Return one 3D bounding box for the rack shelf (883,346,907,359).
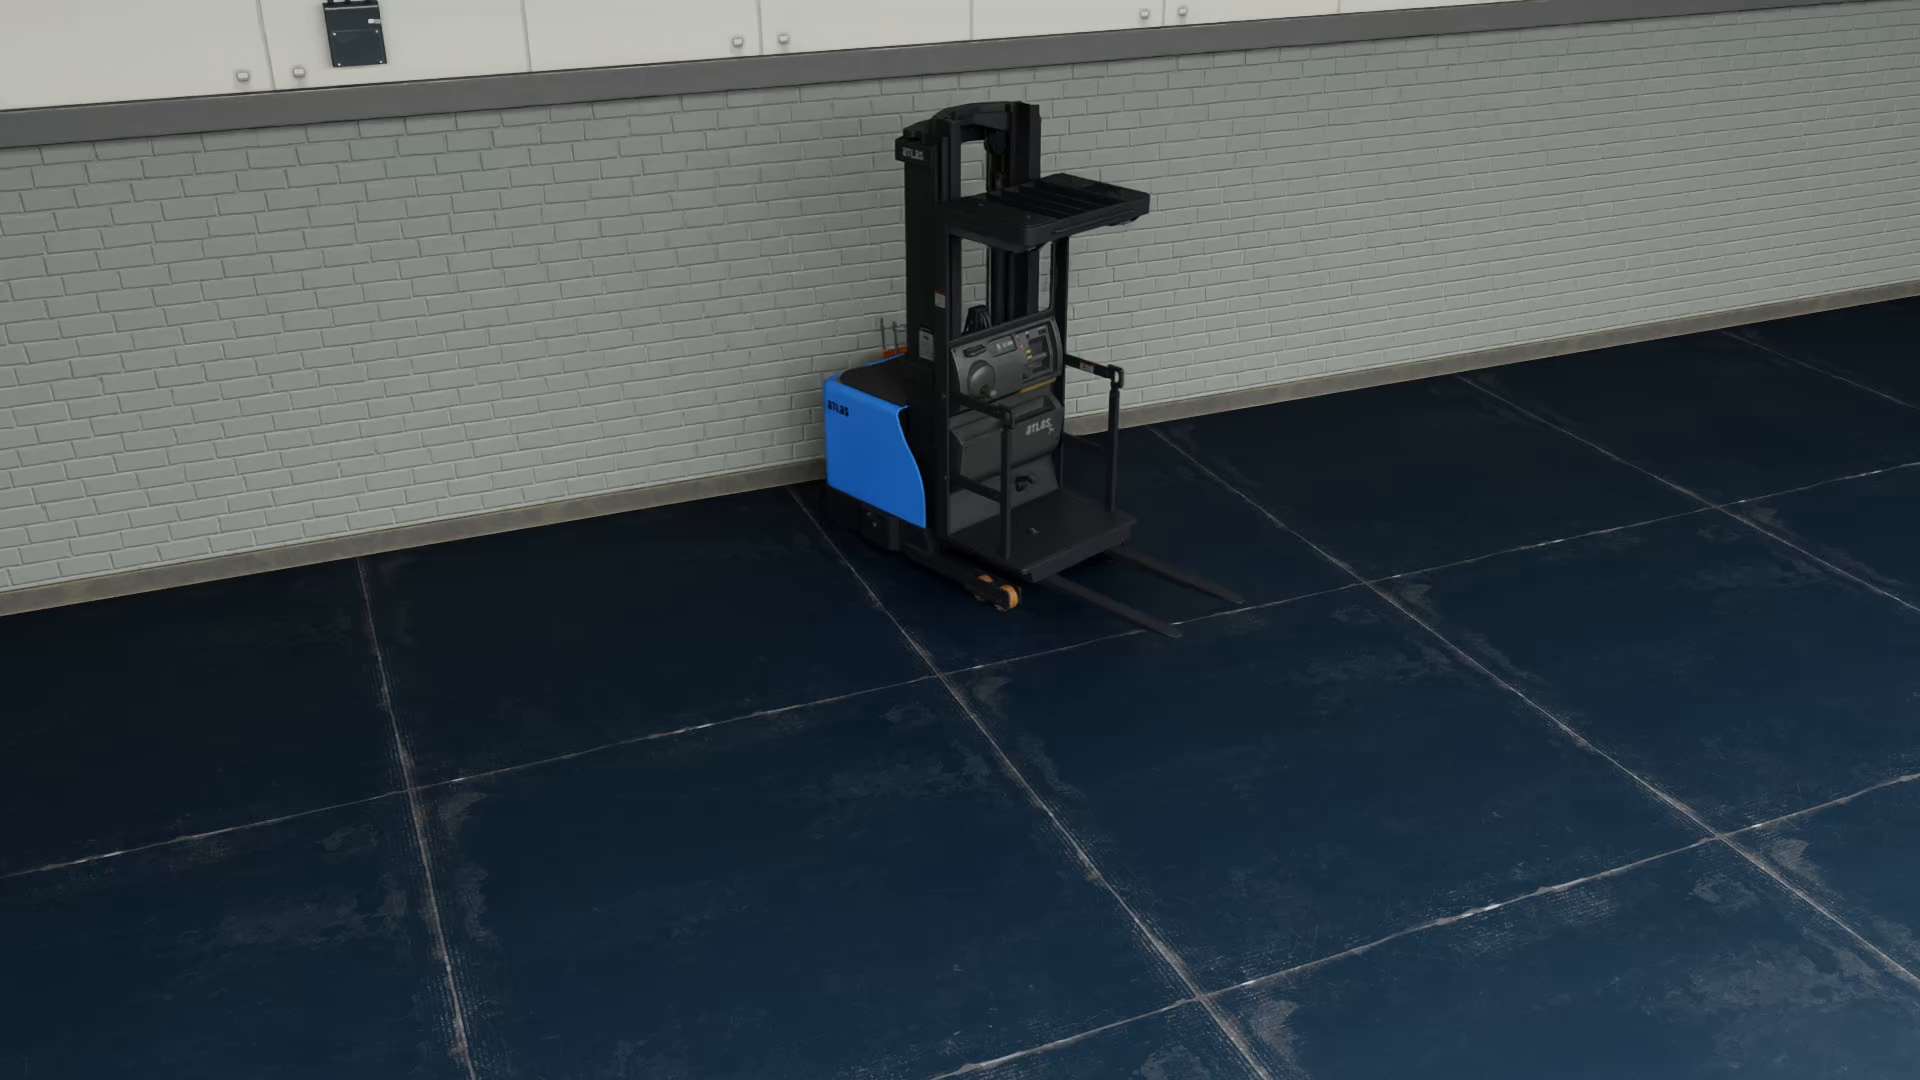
[{"bbox_3d":[-0.402,-1.334,12.032,0.258,0.103,0.180,-15,21,-29],"label":"rack shelf"}]

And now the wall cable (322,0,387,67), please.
[{"bbox_3d":[-2.653,-5.701,8.941,2.305,6.003,0.169,-11,28,-21],"label":"wall cable"}]

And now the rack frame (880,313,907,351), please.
[{"bbox_3d":[-0.426,-1.058,12.208,0.240,1.200,0.006,-15,21,-29],"label":"rack frame"}]

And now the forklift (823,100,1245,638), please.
[{"bbox_3d":[0.448,-1.124,10.357,1.130,2.935,3.031,-23,34,-39],"label":"forklift"}]

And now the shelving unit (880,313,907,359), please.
[{"bbox_3d":[-0.377,-1.036,12.134,0.258,1.200,0.189,-15,21,-29],"label":"shelving unit"}]

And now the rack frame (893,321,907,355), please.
[{"bbox_3d":[-0.329,-1.015,12.059,0.240,1.200,0.006,-15,21,-29],"label":"rack frame"}]
